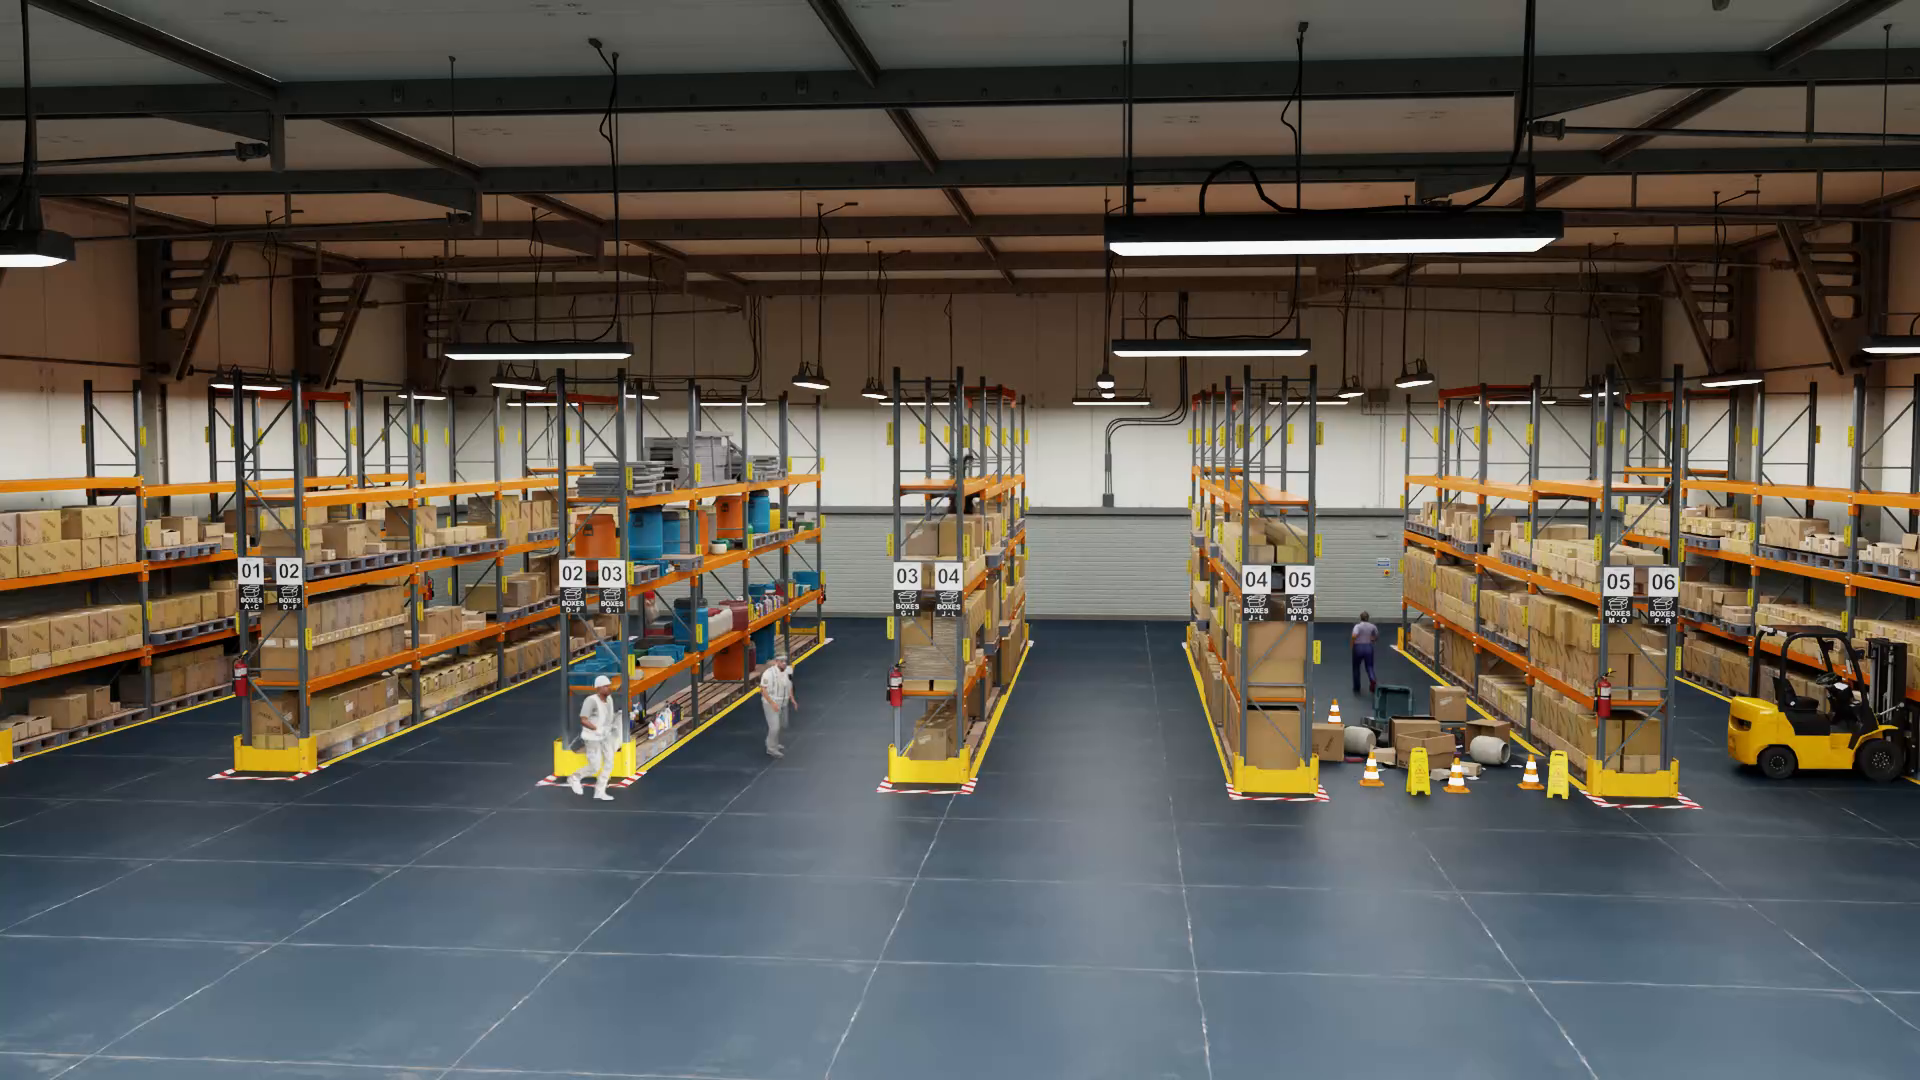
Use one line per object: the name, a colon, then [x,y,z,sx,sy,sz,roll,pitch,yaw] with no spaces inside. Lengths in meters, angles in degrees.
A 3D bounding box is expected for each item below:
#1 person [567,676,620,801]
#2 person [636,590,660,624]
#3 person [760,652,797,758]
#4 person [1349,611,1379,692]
person: [-5.057,2.724,22.919,0.788,1.732,0.669,2,4,26]
person: [-7.867,1.577,41.702,0.572,1.663,0.732,2,4,30]
person: [-2.899,2.554,26.029,0.665,1.705,0.760,-3,5,-44]
person: [7.848,2.180,32.309,0.605,1.612,0.861,0,4,-2]
